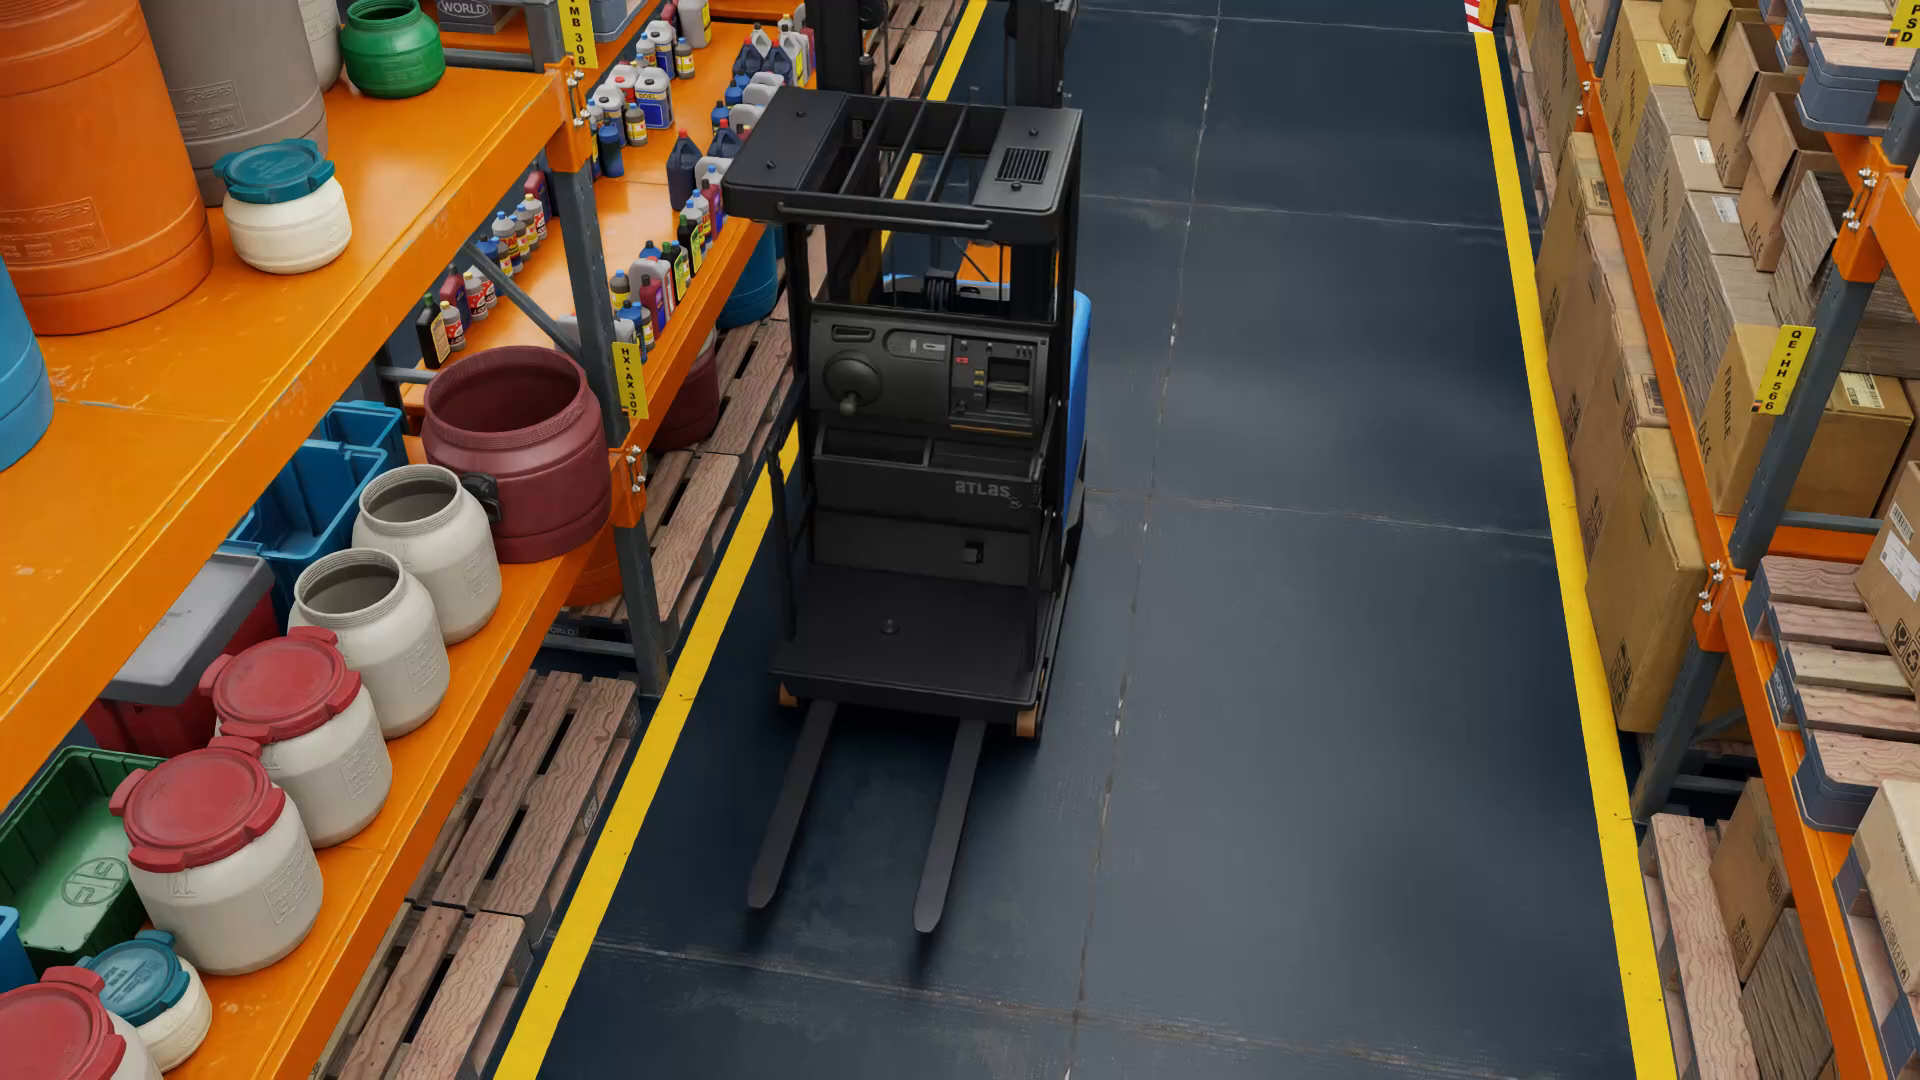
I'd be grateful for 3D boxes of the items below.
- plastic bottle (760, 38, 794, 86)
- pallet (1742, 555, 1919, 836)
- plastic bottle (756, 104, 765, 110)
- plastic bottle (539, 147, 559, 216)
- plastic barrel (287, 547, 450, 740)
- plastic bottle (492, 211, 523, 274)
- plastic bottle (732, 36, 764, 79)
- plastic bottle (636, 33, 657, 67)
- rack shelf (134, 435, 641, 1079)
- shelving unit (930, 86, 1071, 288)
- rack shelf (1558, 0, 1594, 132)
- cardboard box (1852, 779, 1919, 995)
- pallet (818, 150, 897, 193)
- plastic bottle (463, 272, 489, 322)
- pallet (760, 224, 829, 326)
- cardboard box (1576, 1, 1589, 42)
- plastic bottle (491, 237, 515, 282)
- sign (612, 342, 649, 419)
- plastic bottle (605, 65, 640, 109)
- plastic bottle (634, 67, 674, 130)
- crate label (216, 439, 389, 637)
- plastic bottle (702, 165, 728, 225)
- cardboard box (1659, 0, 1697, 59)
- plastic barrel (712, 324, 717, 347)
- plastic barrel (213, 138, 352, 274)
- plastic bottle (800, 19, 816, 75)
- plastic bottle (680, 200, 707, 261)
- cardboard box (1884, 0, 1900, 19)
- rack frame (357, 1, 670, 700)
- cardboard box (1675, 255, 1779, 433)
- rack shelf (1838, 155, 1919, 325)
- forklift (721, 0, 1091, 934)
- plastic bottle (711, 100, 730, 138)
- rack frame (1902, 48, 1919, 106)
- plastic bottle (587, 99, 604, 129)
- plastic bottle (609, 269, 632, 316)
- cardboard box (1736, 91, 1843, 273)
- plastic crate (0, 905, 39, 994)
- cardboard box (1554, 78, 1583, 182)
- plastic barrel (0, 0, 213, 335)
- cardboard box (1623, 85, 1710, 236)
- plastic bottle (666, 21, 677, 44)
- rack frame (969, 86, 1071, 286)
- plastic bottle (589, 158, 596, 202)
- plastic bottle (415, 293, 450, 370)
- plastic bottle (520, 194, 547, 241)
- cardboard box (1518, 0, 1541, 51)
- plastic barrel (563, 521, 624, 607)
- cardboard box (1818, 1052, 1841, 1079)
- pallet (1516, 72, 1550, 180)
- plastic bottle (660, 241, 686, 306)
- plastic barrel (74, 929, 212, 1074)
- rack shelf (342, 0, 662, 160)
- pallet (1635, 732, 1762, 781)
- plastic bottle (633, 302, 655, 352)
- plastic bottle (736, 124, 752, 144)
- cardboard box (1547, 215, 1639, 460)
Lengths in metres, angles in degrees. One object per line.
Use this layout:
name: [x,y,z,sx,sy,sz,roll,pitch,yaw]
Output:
plastic bottle: [-0.921,-2.335,8.356,0.144,0.351,0.185,6,40,8]
pallet: [3.115,0.506,5.031,1.213,0.211,1.003,6,40,8]
plastic bottle: [-0.969,-2.018,8.089,0.097,0.201,0.097,0,40,0]
plastic bottle: [-1.828,-1.667,7.548,0.144,0.351,0.185,6,40,8]
plastic barrel: [-1.785,0.317,5.021,0.421,0.512,0.421,0,40,0]
plastic bottle: [-1.949,-1.284,7.147,0.097,0.271,0.097,0,40,0]
plastic bottle: [-1.063,-2.351,8.375,0.144,0.351,0.185,6,40,8]
plastic bottle: [-1.618,-2.486,8.600,0.097,0.271,0.097,0,40,0]
rack shelf: [-2.091,0.959,4.897,1.077,0.370,4.000,6,40,8]
shelving unit: [0.207,-1.309,8.253,0.587,1.500,1.083,7,40,8]
rack shelf: [4.172,-3.515,10.309,1.077,0.370,4.000,6,40,8]
cardboard box: [2.617,0.896,4.198,0.500,0.250,0.500,5,40,6]
pallet: [-0.963,-2.474,10.674,1.003,0.211,1.213,6,40,8]
plastic bottle: [-2.017,-1.013,6.873,0.097,0.201,0.097,0,40,0]
pallet: [-1.227,-1.529,9.531,1.003,0.211,1.213,6,40,8]
cardboard box: [3.600,-2.830,9.113,0.380,0.149,0.250,7,40,9]
plastic bottle: [-1.966,-1.196,7.095,0.097,0.201,0.097,0,40,0]
sign: [-1.201,-0.580,6.066,0.100,0.325,0.005,6,40,8]
plastic bottle: [-1.668,-2.206,8.258,0.152,0.276,0.135,6,40,8]
plastic bottle: [-1.518,-2.189,8.238,0.152,0.276,0.135,6,40,8]
crate label: [-2.183,0.007,5.456,0.502,0.435,0.616,6,40,8]
plastic bottle: [-1.104,-1.554,7.473,0.097,0.271,0.097,0,40,0]
cardboard box: [3.724,-2.561,7.724,0.797,0.503,0.637,5,40,7]
plastic barrel: [-1.471,-1.158,8.516,0.421,0.512,0.421,0,40,0]
plastic barrel: [-1.735,-0.852,4.278,0.301,0.262,0.301,0,40,0]
plastic bottle: [-0.797,-2.605,8.735,0.061,0.283,0.133,6,40,8]
plastic bottle: [-1.161,-1.348,7.224,0.097,0.271,0.097,0,40,0]
cardboard box: [3.168,-1.775,4.875,0.797,0.503,0.637,9,40,10]
rack frame: [-1.744,-0.573,6.186,1.000,3.000,0.127,6,40,8]
cardboard box: [3.067,-0.715,6.279,0.500,0.500,0.500,6,40,7]
rack shelf: [2.788,0.350,3.281,1.077,0.370,4.000,6,40,8]
forklift: [-0.160,-0.567,6.232,1.130,2.935,3.031,7,40,8]
plastic bottle: [-1.142,-1.977,7.985,0.097,0.271,0.097,0,40,0]
rack frame: [3.134,-2.339,3.614,1.000,3.000,0.127,6,40,8]
plastic bottle: [-1.755,-1.989,7.999,0.097,0.271,0.097,0,40,0]
plastic bottle: [-1.397,-1.025,6.888,0.097,0.201,0.097,0,40,0]
cardboard box: [3.392,-1.318,6.221,0.797,0.503,0.637,7,40,9]
plastic crate: [-2.552,1.217,4.033,0.392,0.384,0.575,6,40,8]
cardboard box: [4.019,-2.286,9.595,0.875,0.875,0.875,6,40,8]
plastic barrel: [-2.213,-0.993,4.002,0.600,0.830,0.708,6,40,8]
cardboard box: [3.327,-1.685,7.452,0.500,0.500,0.500,6,40,7]
plastic bottle: [-1.561,-2.666,8.873,0.097,0.201,0.097,0,40,0]
rack frame: [0.296,-1.622,8.631,0.500,1.500,0.032,7,40,8]
plastic bottle: [-1.723,-1.646,7.576,0.061,0.283,0.133,6,40,8]
plastic bottle: [-2.095,-0.829,6.587,0.061,0.283,0.133,6,40,8]
plastic bottle: [-1.899,-1.440,7.391,0.097,0.201,0.097,0,40,0]
cardboard box: [4.486,-3.980,11.645,0.875,0.875,0.875,6,40,8]
plastic barrel: [-1.677,-0.207,7.117,0.600,0.830,0.708,6,40,8]
cardboard box: [2.863,1.896,4.816,0.700,0.500,0.500,10,41,11]
pallet: [4.243,-2.699,10.946,1.003,0.211,1.213,6,40,8]
plastic bottle: [-1.203,-1.133,6.955,0.061,0.283,0.133,6,40,8]
plastic barrel: [-2.056,1.177,4.178,0.301,0.262,0.301,0,40,0]
rack shelf: [-1.398,-2.707,6.977,1.077,0.370,4.000,6,40,8]
pallet: [3.344,0.561,7.002,1.003,0.211,1.213,6,40,8]
plastic bottle: [-1.287,-0.863,6.693,0.097,0.201,0.097,0,40,0]
plastic bottle: [-1.011,-1.829,7.797,0.061,0.283,0.133,6,40,8]
cardboard box: [3.581,-0.915,7.938,1.225,0.875,0.875,5,40,6]
